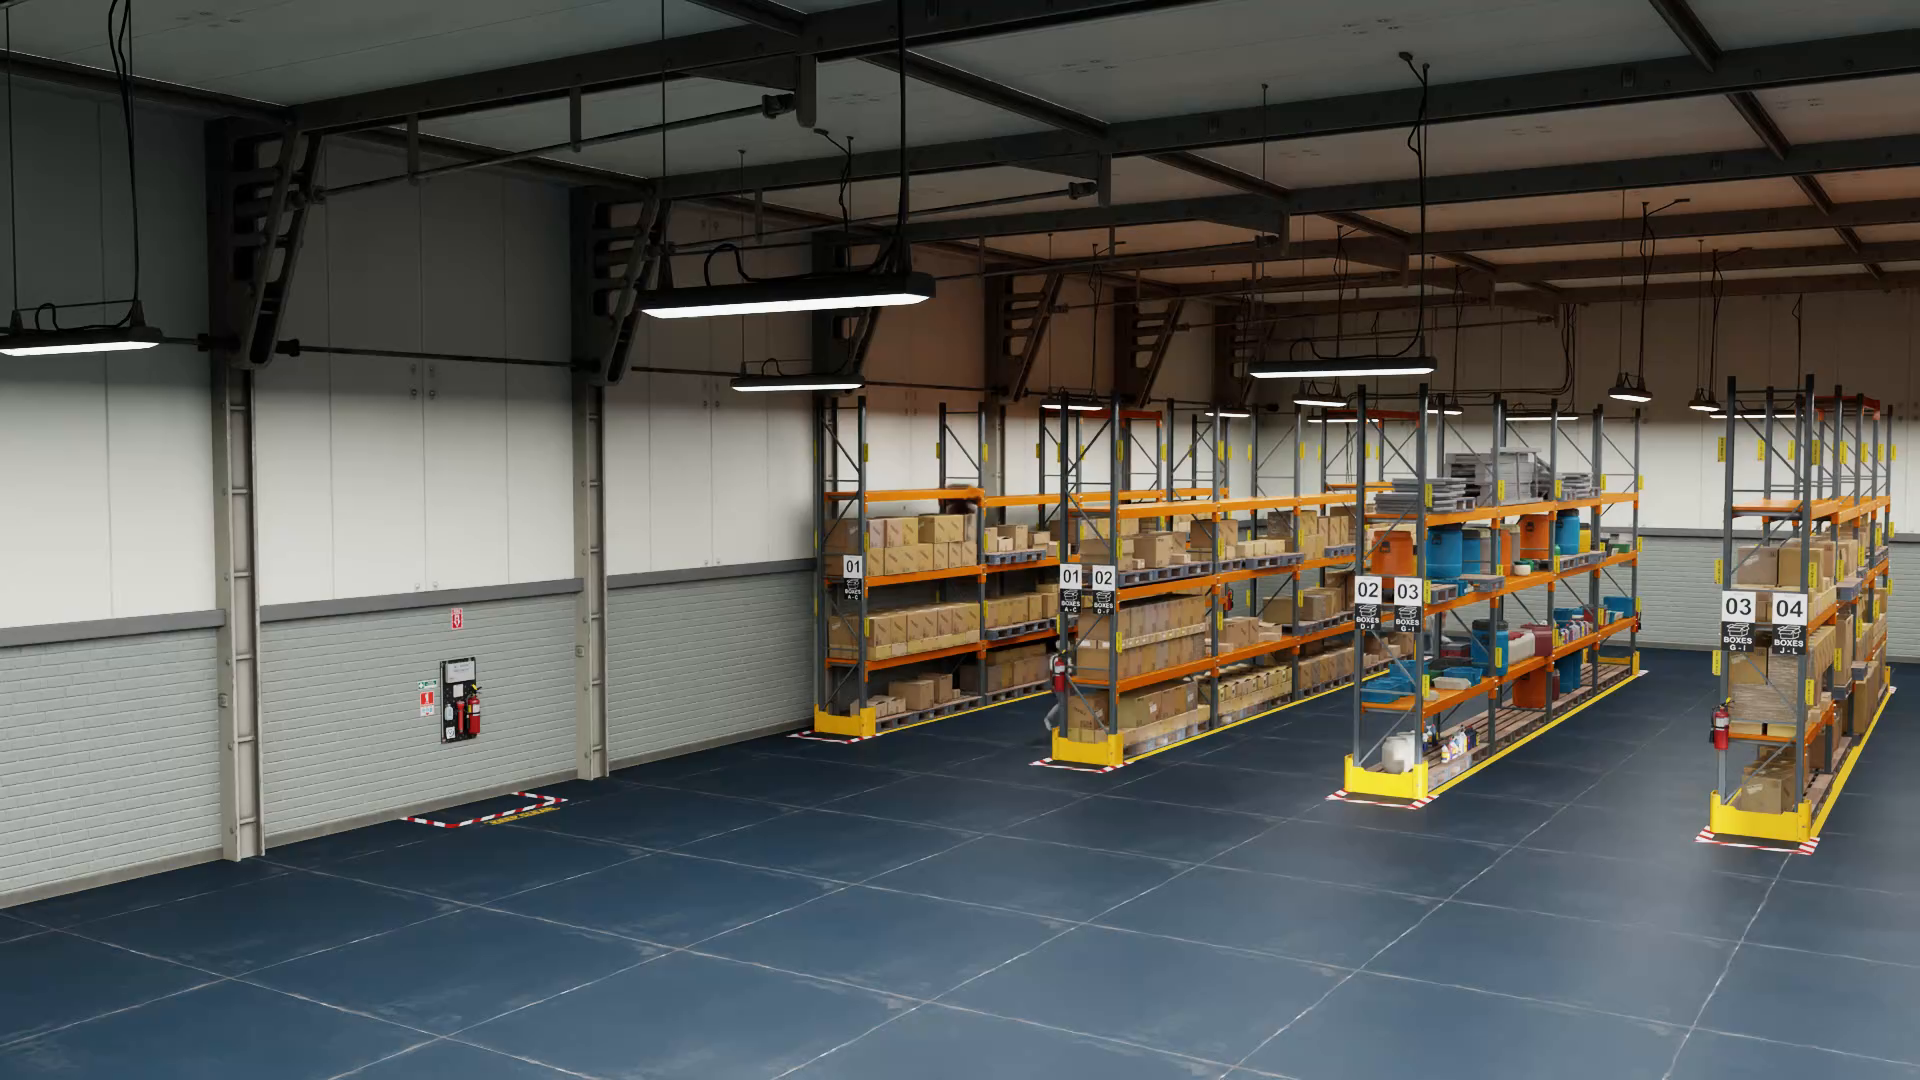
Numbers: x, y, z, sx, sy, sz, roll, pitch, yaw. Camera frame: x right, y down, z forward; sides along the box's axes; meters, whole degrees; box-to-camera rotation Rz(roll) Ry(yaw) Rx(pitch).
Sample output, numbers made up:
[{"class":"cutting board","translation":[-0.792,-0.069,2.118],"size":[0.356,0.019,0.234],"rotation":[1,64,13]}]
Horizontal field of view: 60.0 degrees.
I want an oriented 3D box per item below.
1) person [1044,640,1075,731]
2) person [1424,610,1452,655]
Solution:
[{"class":"person","translation":[1.788,2.595,29.558],"size":[0.513,1.685,0.455],"rotation":[-1,3,-24]},{"class":"person","translation":[11.823,1.964,41.096],"size":[0.709,1.757,0.556],"rotation":[0,3,1]}]
